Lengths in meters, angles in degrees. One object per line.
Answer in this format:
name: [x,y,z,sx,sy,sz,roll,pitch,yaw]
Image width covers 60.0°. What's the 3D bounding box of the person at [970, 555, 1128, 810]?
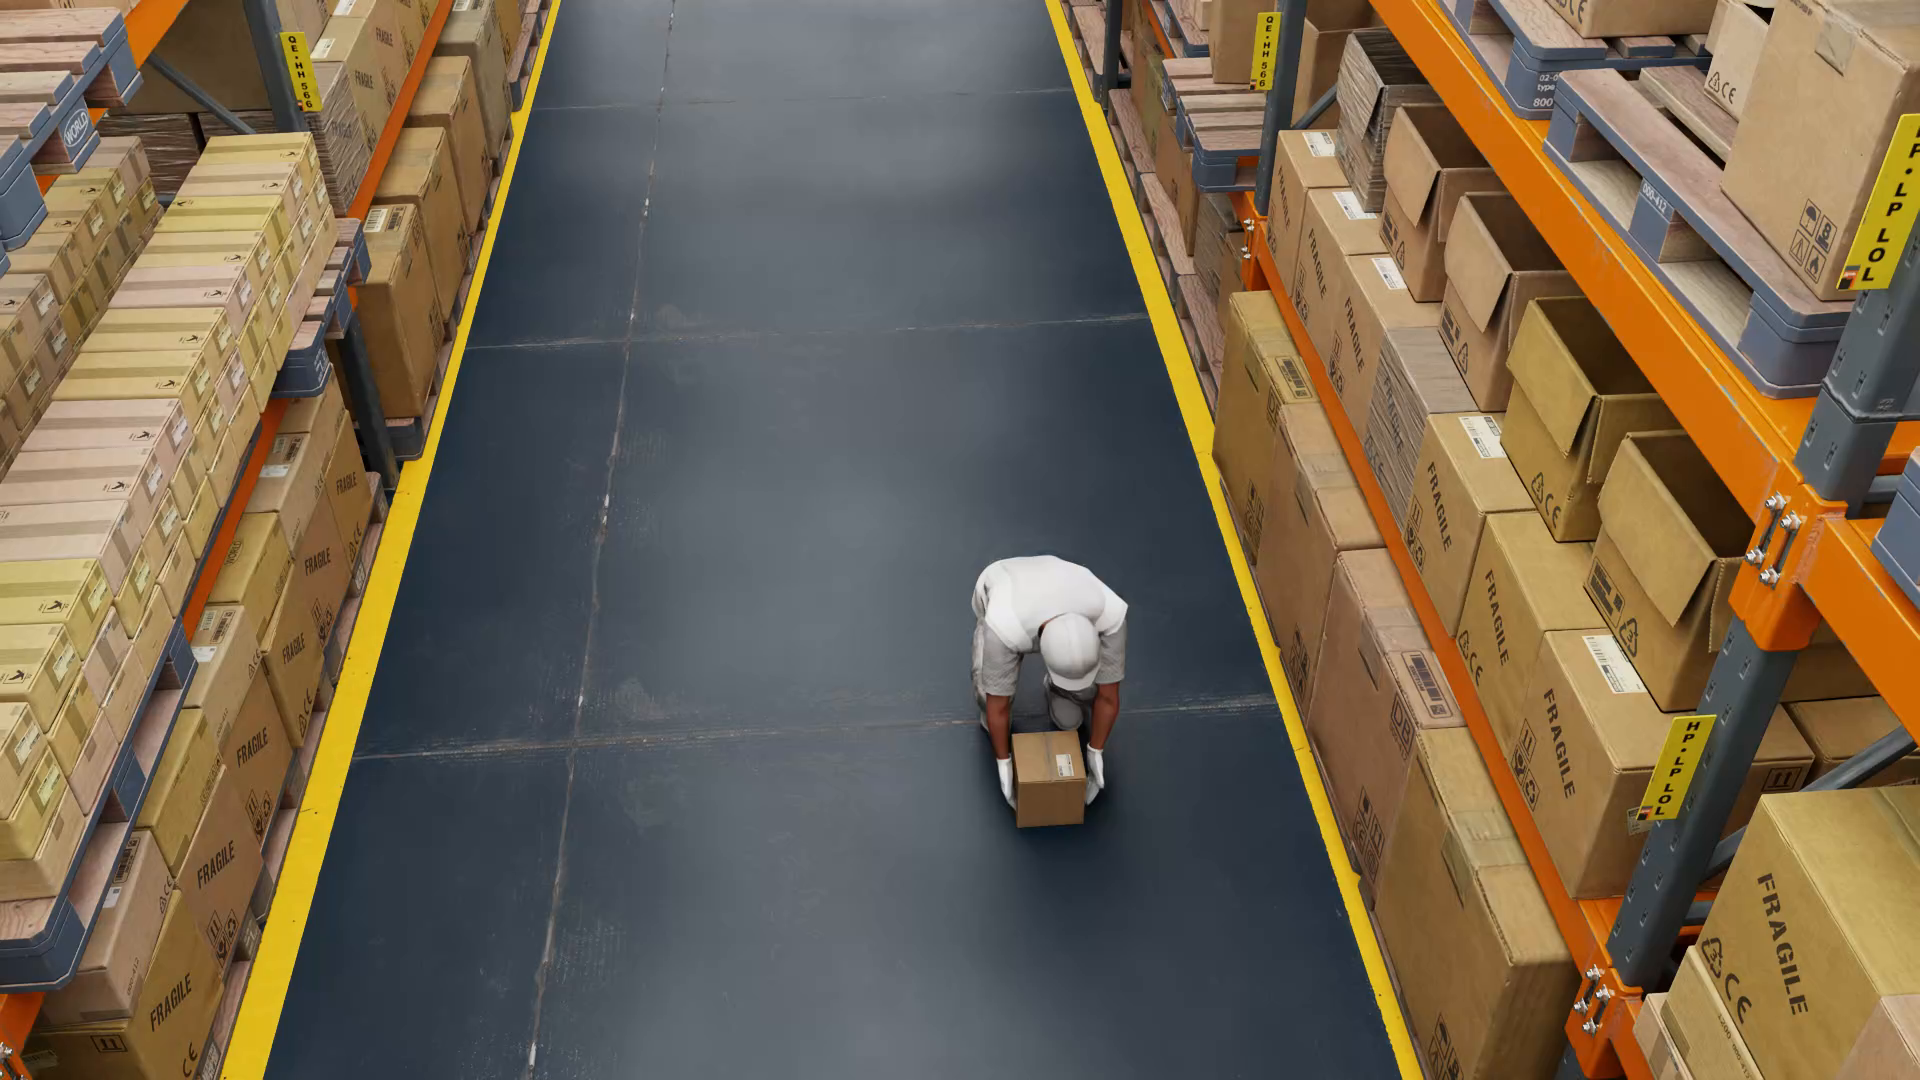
person: [0.324,0.425,6.322,0.578,0.896,0.911,-3,39,-4]
